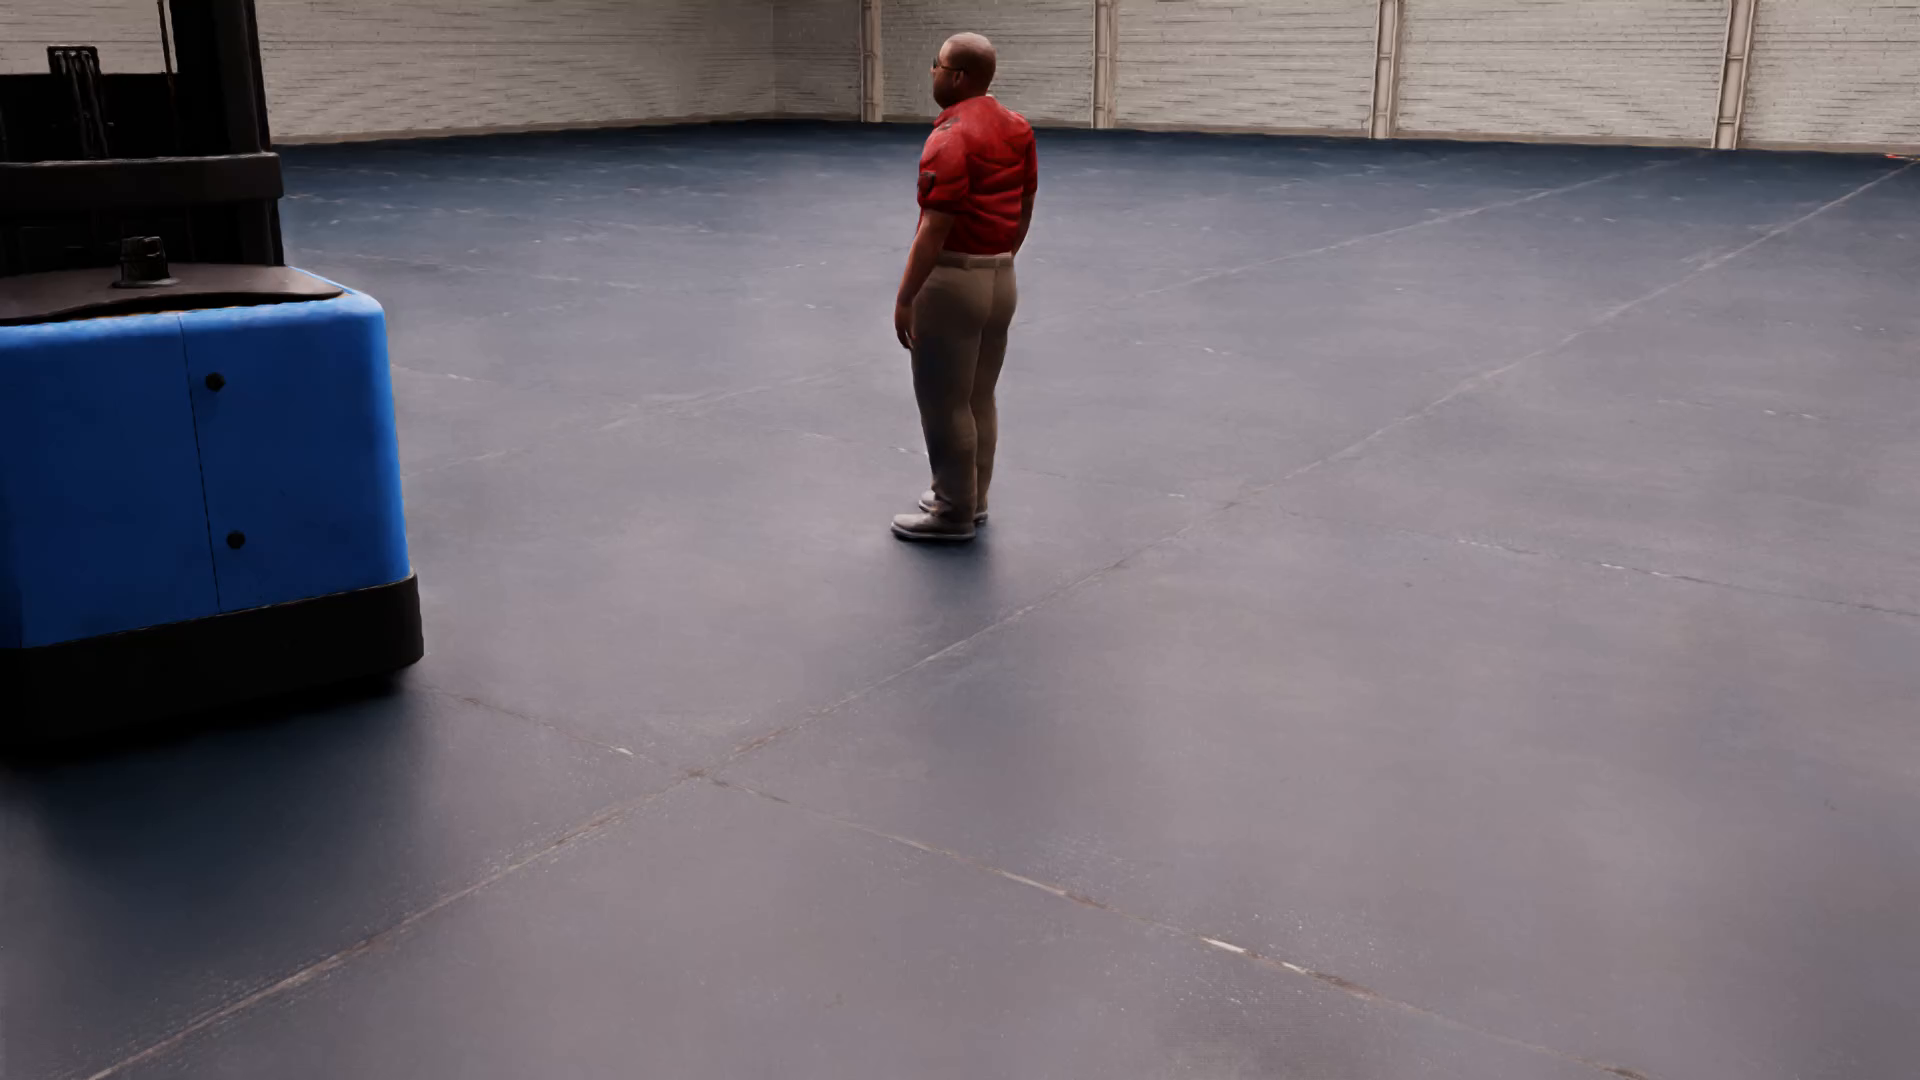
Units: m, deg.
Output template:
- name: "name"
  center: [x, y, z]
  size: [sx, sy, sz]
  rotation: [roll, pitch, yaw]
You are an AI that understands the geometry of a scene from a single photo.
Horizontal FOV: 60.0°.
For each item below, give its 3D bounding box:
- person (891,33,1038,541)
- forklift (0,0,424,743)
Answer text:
- name: "person"
  center: [-0.067, -0.853, 5.757]
  size: [0.550, 1.727, 0.640]
  rotation: [11, 20, 33]
- name: "forklift"
  center: [-2.755, -1.268, 5.073]
  size: [1.130, 2.935, 3.031]
  rotation: [-12, 20, -34]
